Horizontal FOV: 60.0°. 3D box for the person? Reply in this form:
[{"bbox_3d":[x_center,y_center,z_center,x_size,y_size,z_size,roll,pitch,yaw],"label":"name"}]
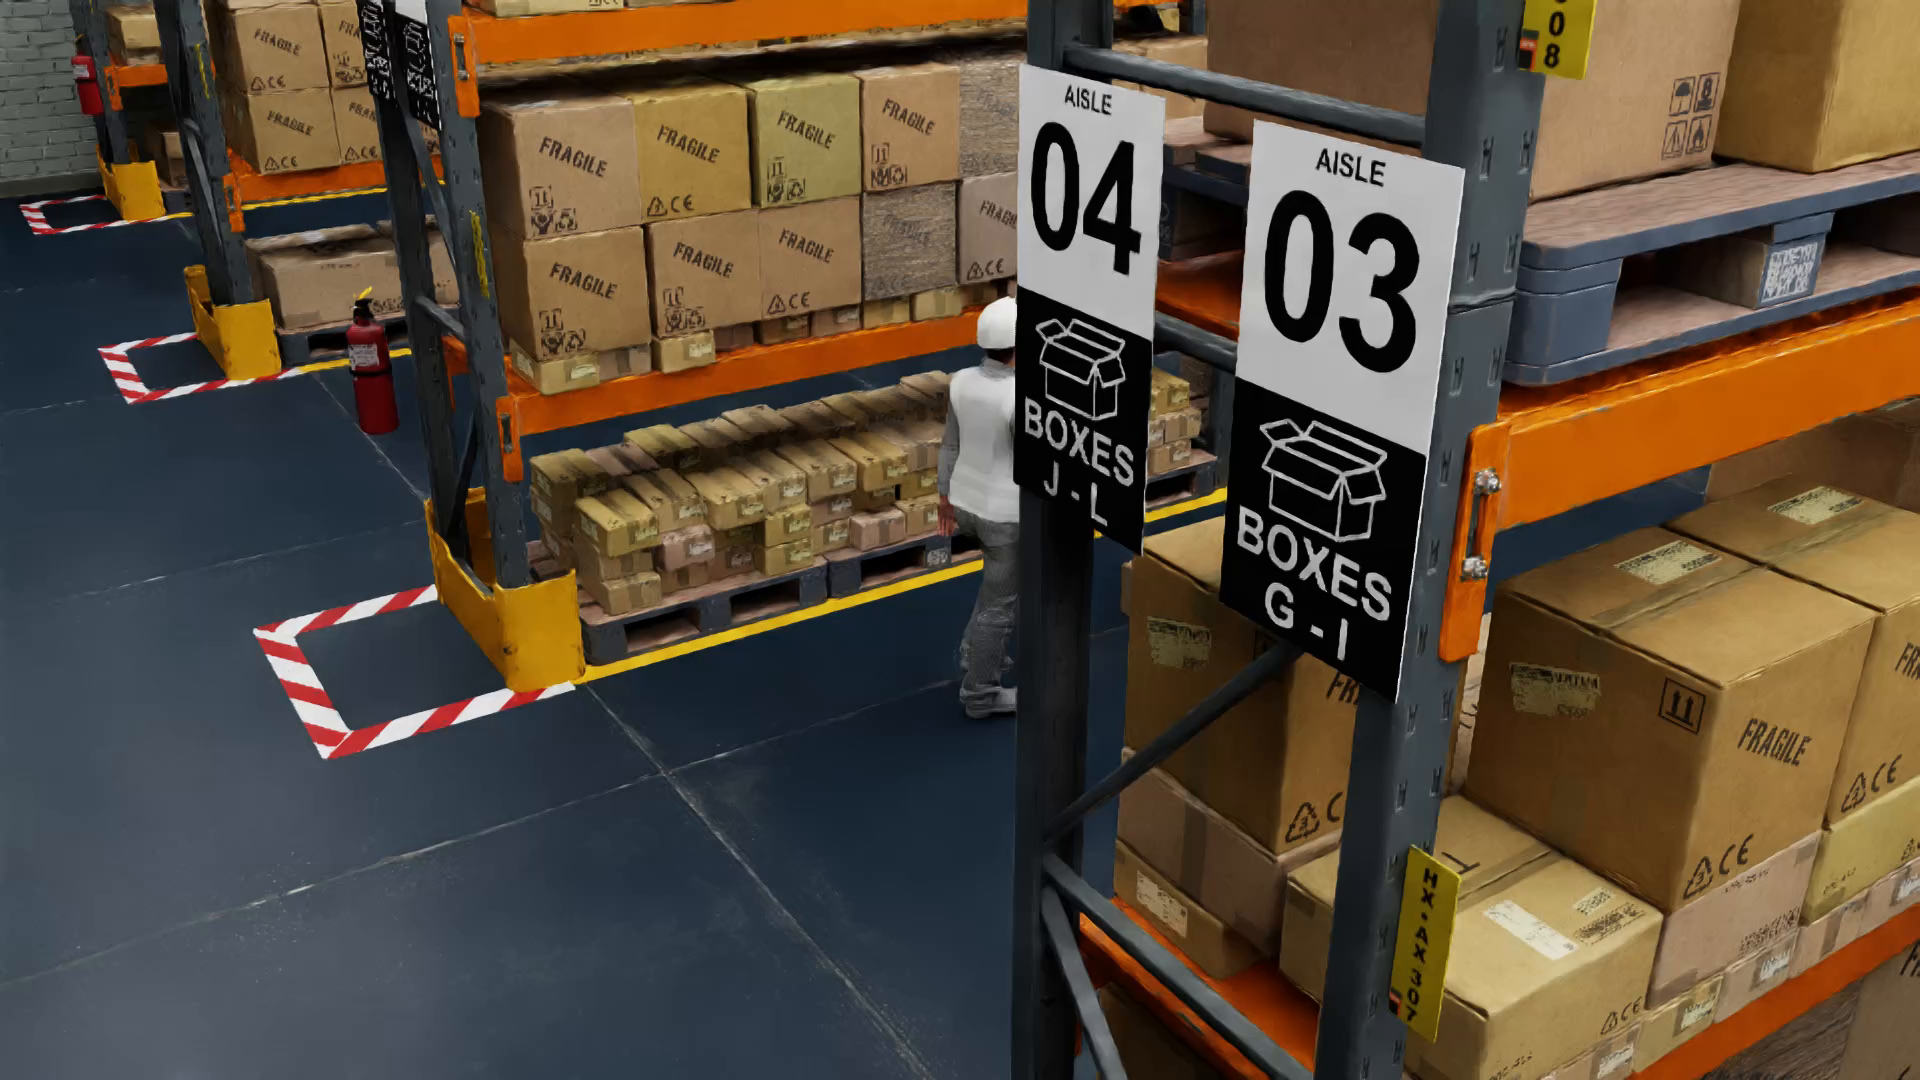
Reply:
[{"bbox_3d":[0.176,-0.135,6.826,0.521,1.764,0.552,-19,31,-35],"label":"person"}]
